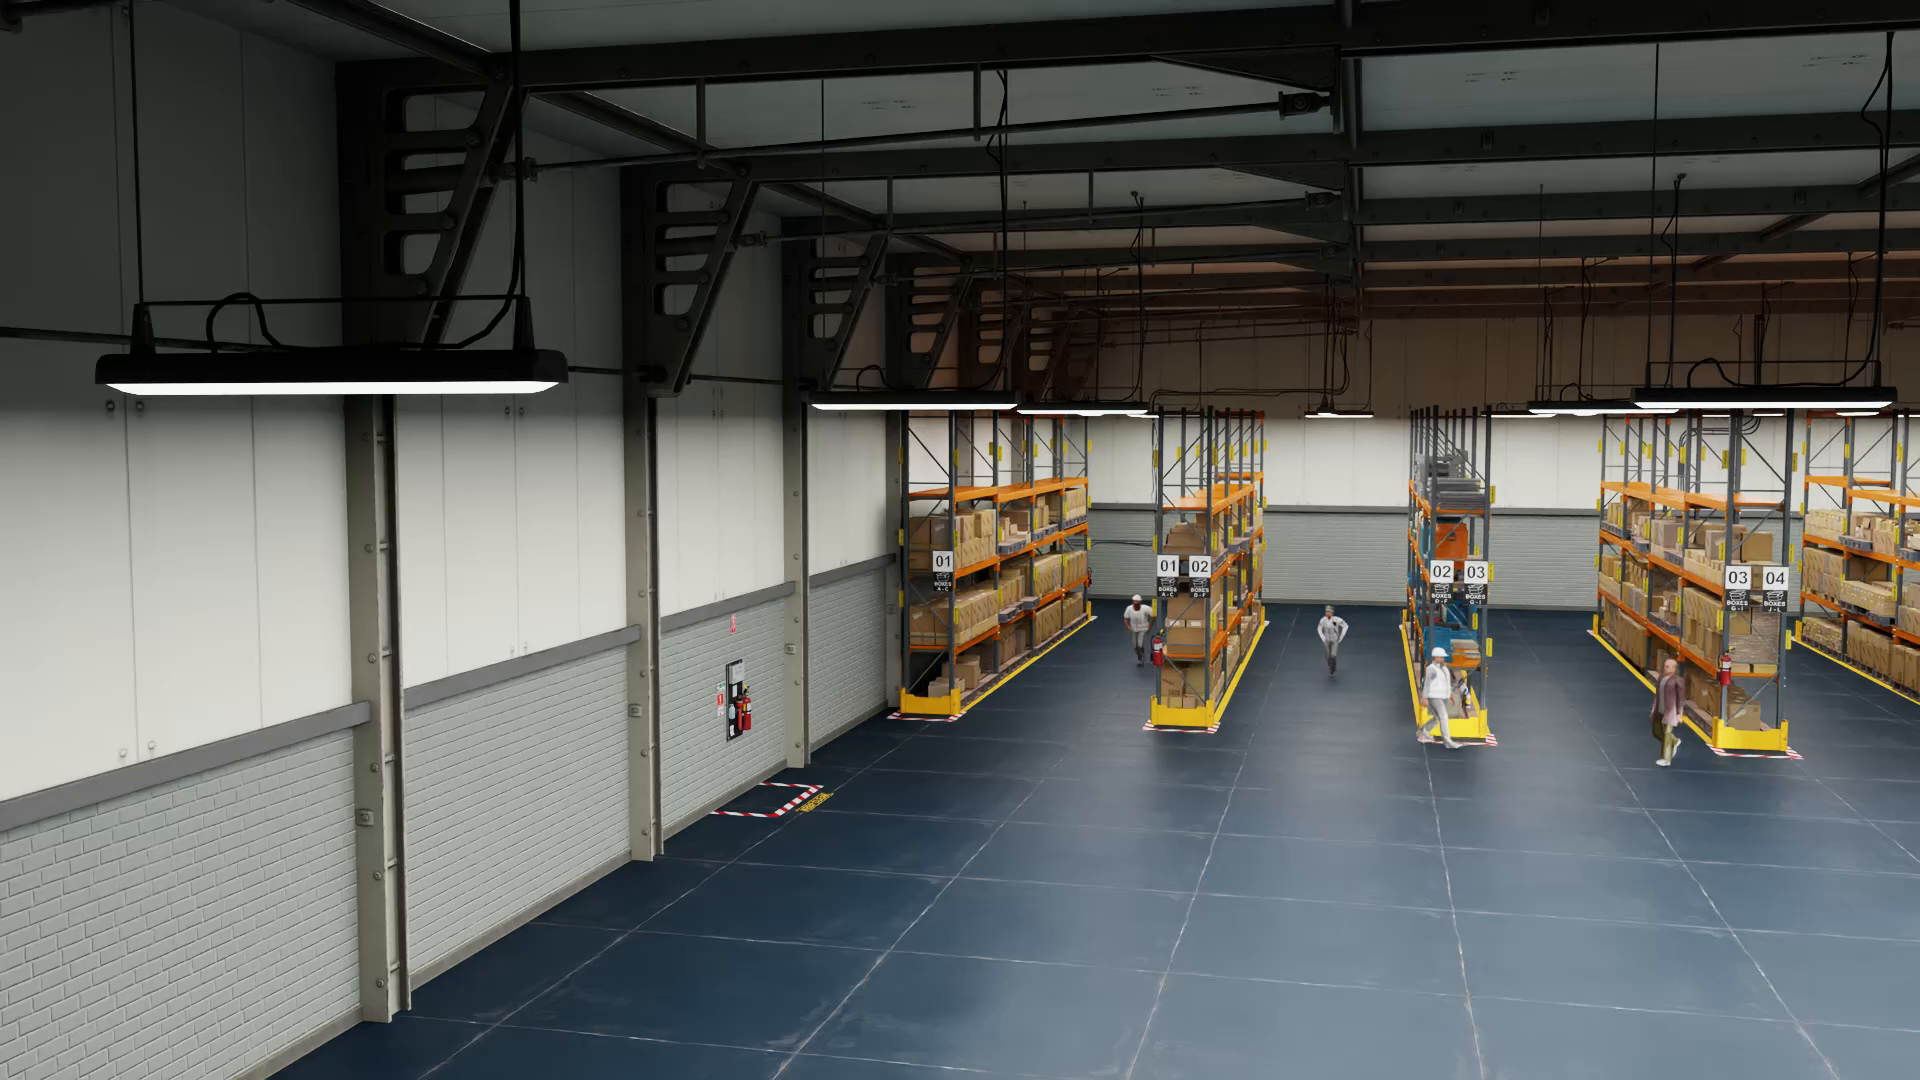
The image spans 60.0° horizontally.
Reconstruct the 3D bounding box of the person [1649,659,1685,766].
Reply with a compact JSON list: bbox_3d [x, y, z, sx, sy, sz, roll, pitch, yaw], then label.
[{"bbox_3d":[11.786,2.840,27.611,0.804,1.755,0.606,-2,5,-31],"label":"person"}]

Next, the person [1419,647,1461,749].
[{"bbox_3d":[8.438,2.759,29.228,0.572,1.739,0.984,-4,5,-41],"label":"person"}]

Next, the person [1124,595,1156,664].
[{"bbox_3d":[4.208,2.099,38.923,0.741,1.667,0.681,2,4,23],"label":"person"}]

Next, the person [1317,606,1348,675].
[{"bbox_3d":[8.371,2.249,37.329,0.667,1.604,0.688,2,4,23],"label":"person"}]
